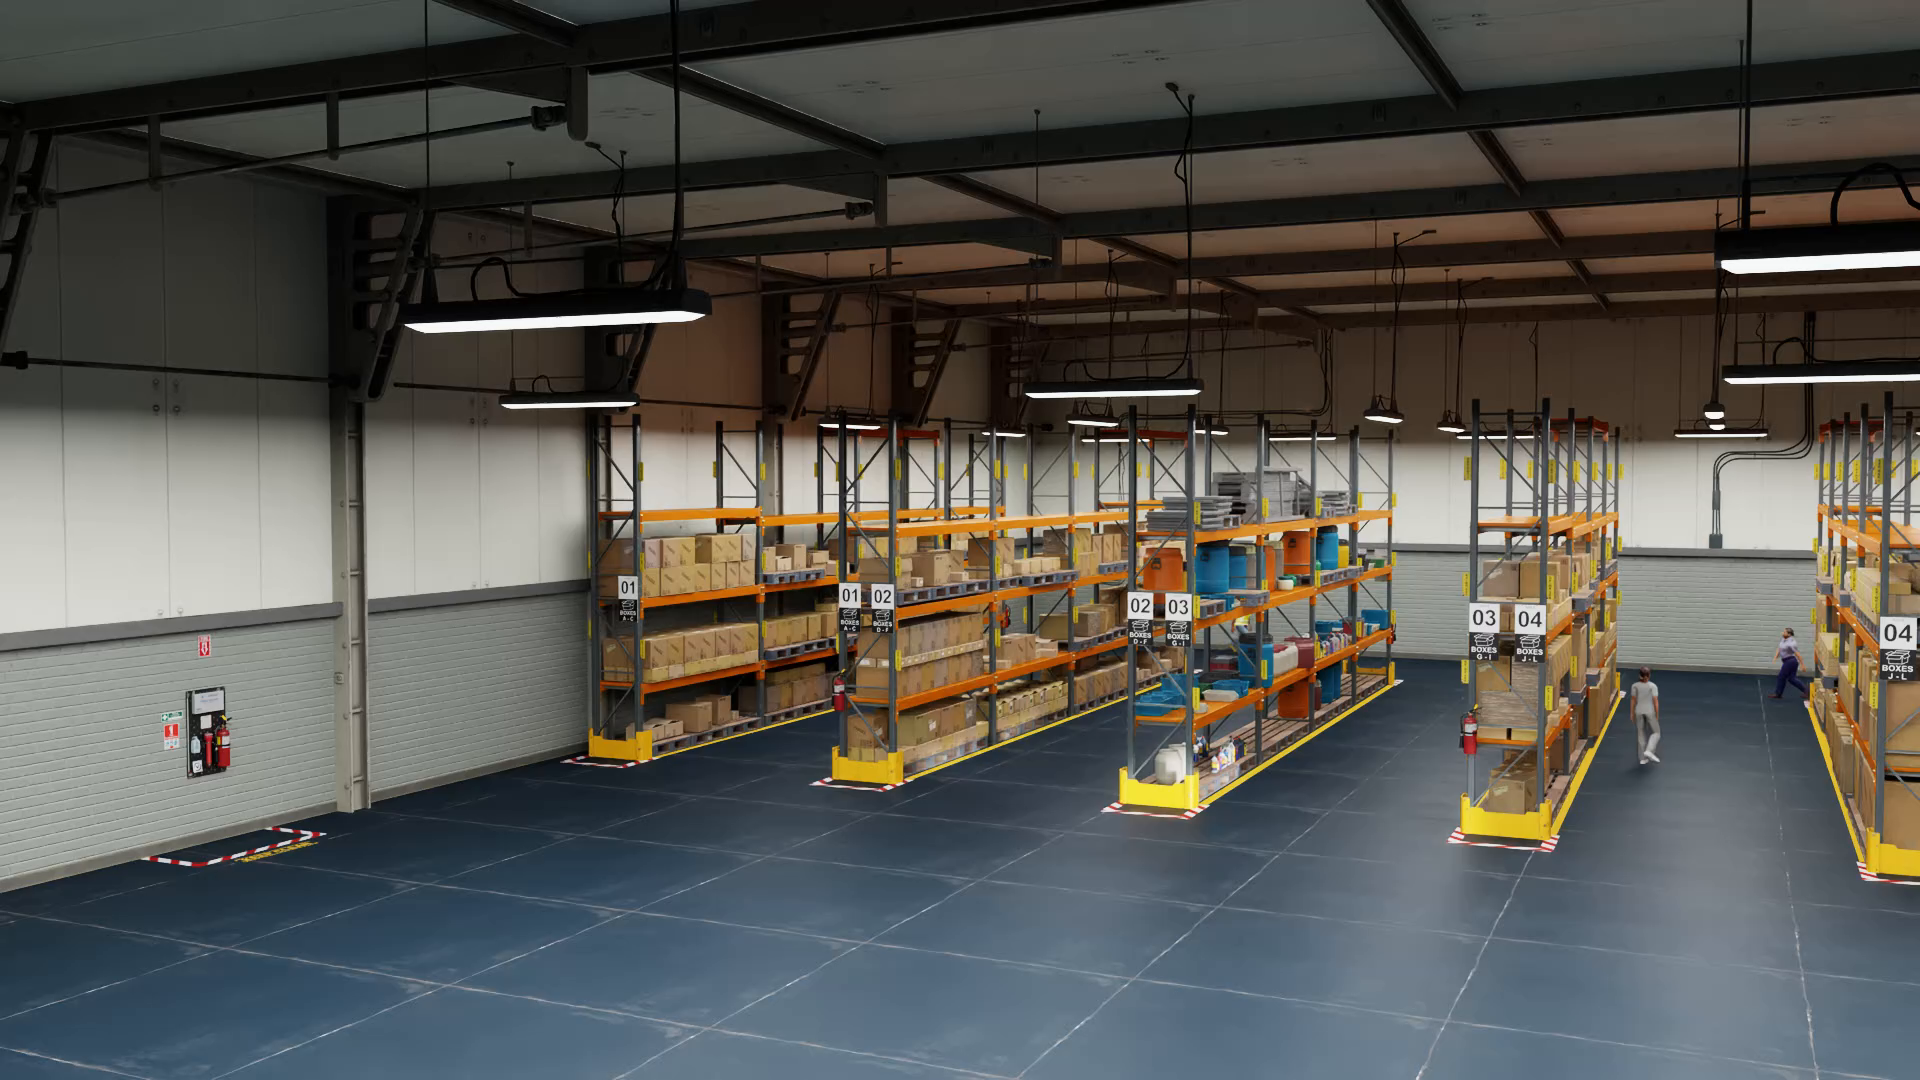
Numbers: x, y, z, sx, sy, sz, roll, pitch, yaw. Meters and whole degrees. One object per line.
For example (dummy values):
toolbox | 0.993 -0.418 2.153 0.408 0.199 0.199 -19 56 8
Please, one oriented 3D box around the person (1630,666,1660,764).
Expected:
person | 11.712 3.000 28.423 0.498 1.670 0.502 1 3 30

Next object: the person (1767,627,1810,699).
person | 18.191 2.703 36.385 0.905 1.590 0.510 1 2 14

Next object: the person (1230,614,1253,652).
person | 7.703 2.309 45.355 0.564 1.655 1.007 -2 3 -40
